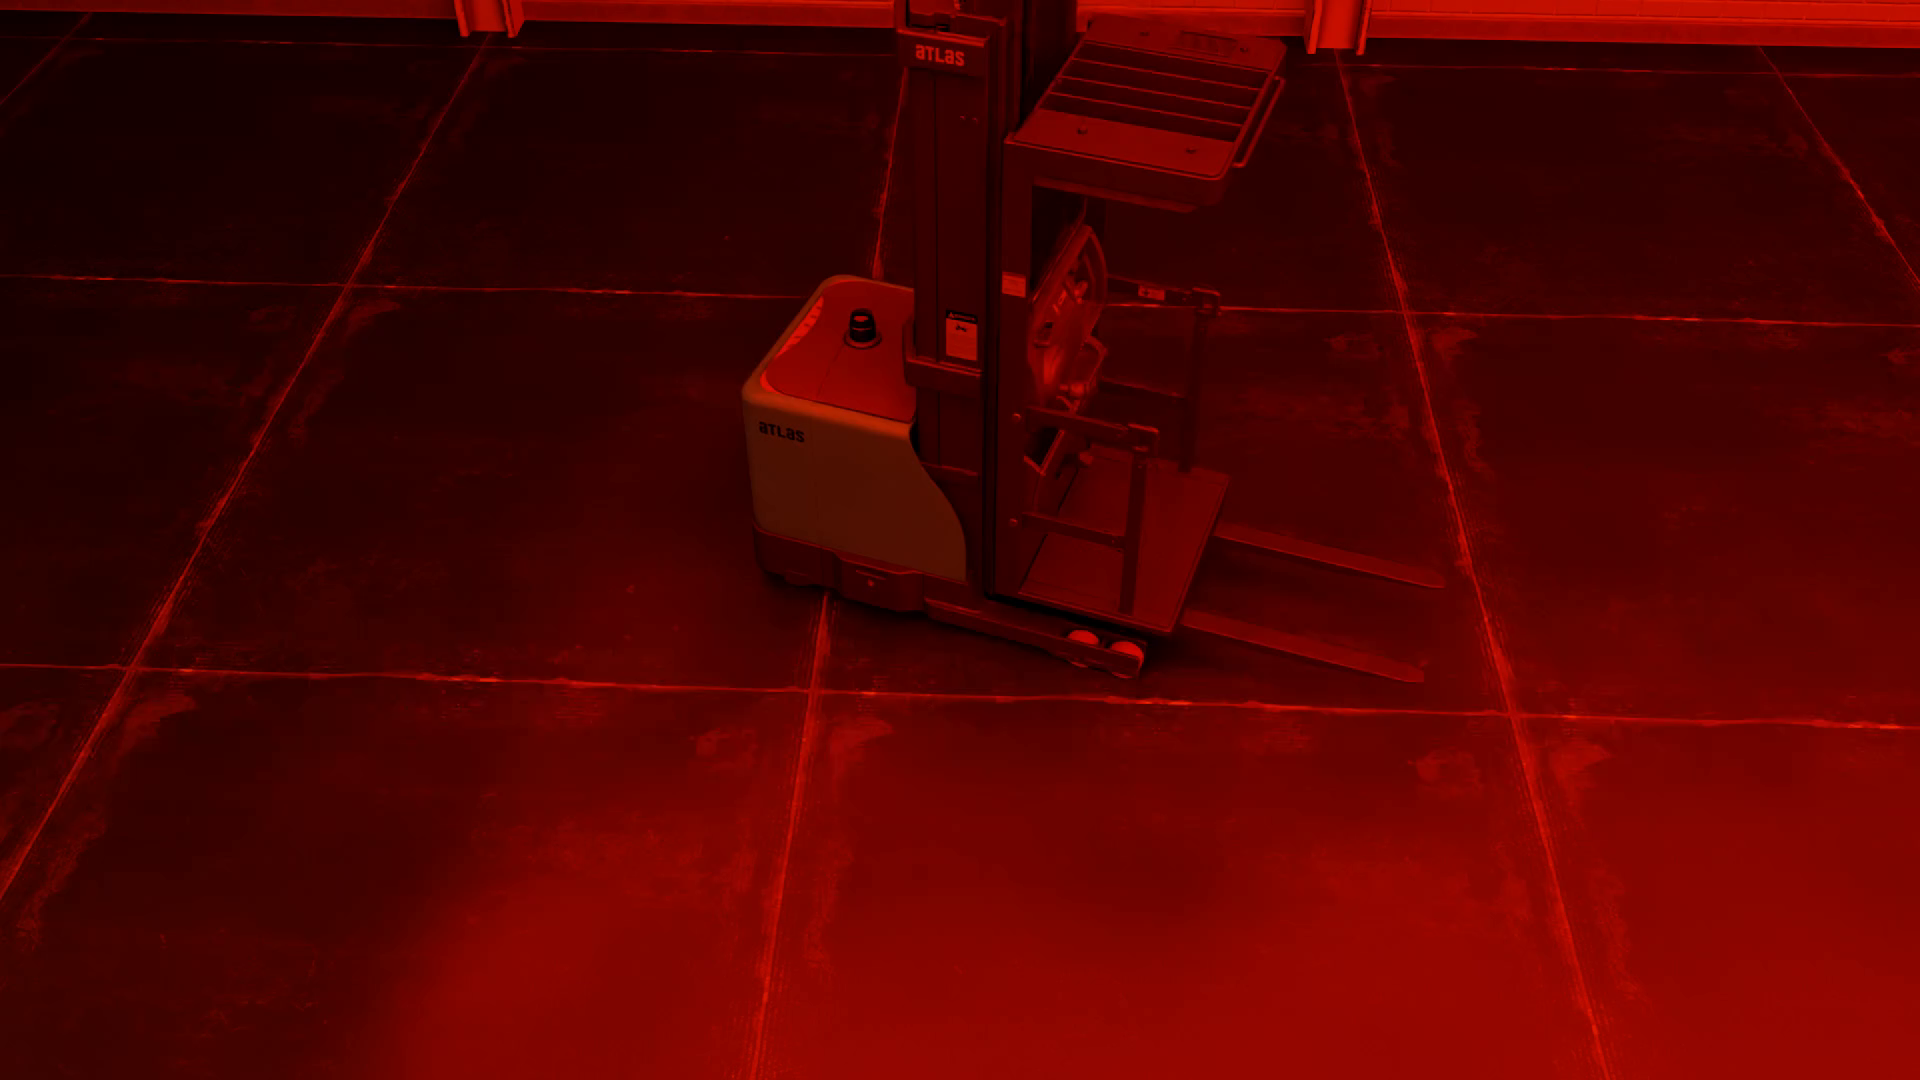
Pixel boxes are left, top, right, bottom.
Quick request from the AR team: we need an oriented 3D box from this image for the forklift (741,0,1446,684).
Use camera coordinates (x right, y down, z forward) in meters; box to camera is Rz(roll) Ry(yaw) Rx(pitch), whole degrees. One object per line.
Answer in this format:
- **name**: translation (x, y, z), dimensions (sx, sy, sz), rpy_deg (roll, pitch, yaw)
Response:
- **forklift**: translation (0.626, -0.887, 6.713), dimensions (3.031, 2.935, 1.130), rpy_deg (14, 44, 15)
